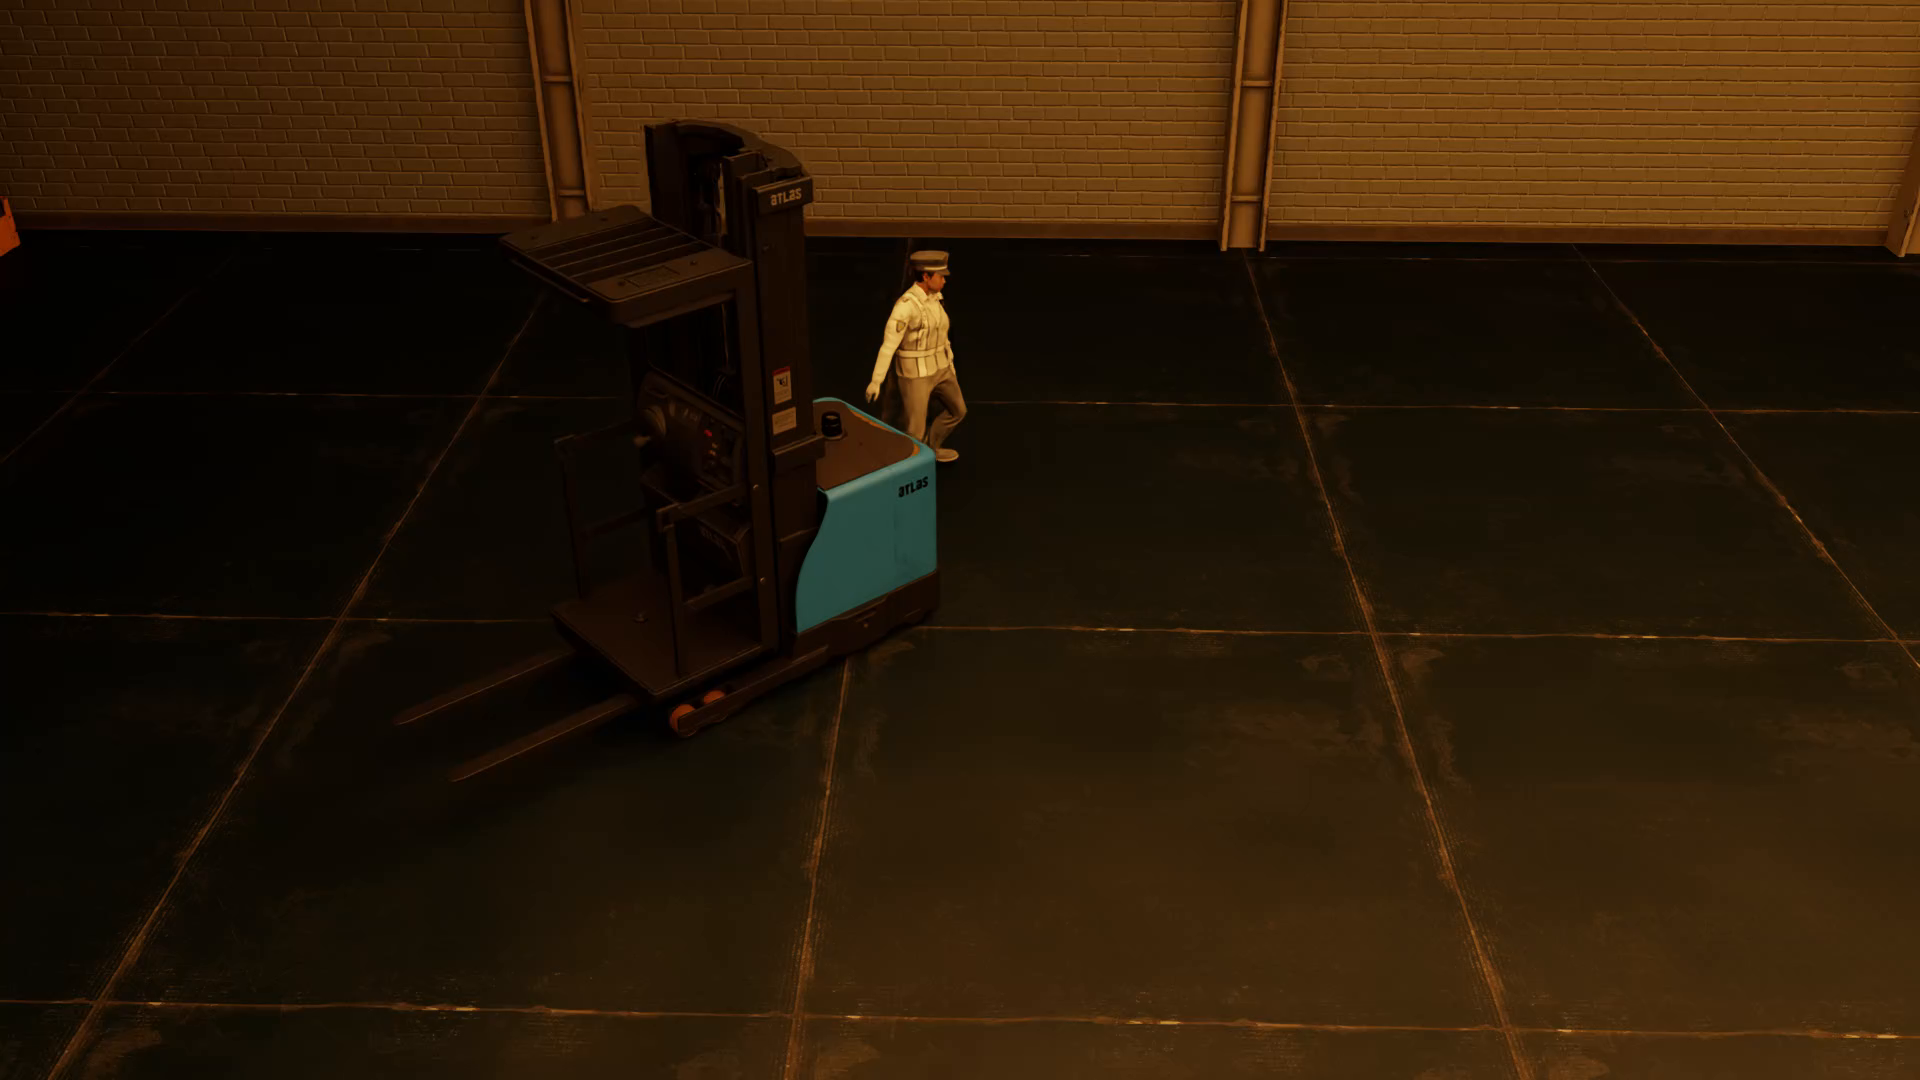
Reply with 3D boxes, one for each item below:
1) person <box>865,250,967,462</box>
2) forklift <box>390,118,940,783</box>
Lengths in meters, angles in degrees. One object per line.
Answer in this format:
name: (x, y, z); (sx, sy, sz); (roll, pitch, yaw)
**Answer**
person: (-0.319, -1.100, 10.777); (0.464, 1.595, 0.814); (21, 37, 31)
forklift: (-1.559, -0.529, 8.511); (3.031, 2.935, 1.130); (-24, 38, -35)
